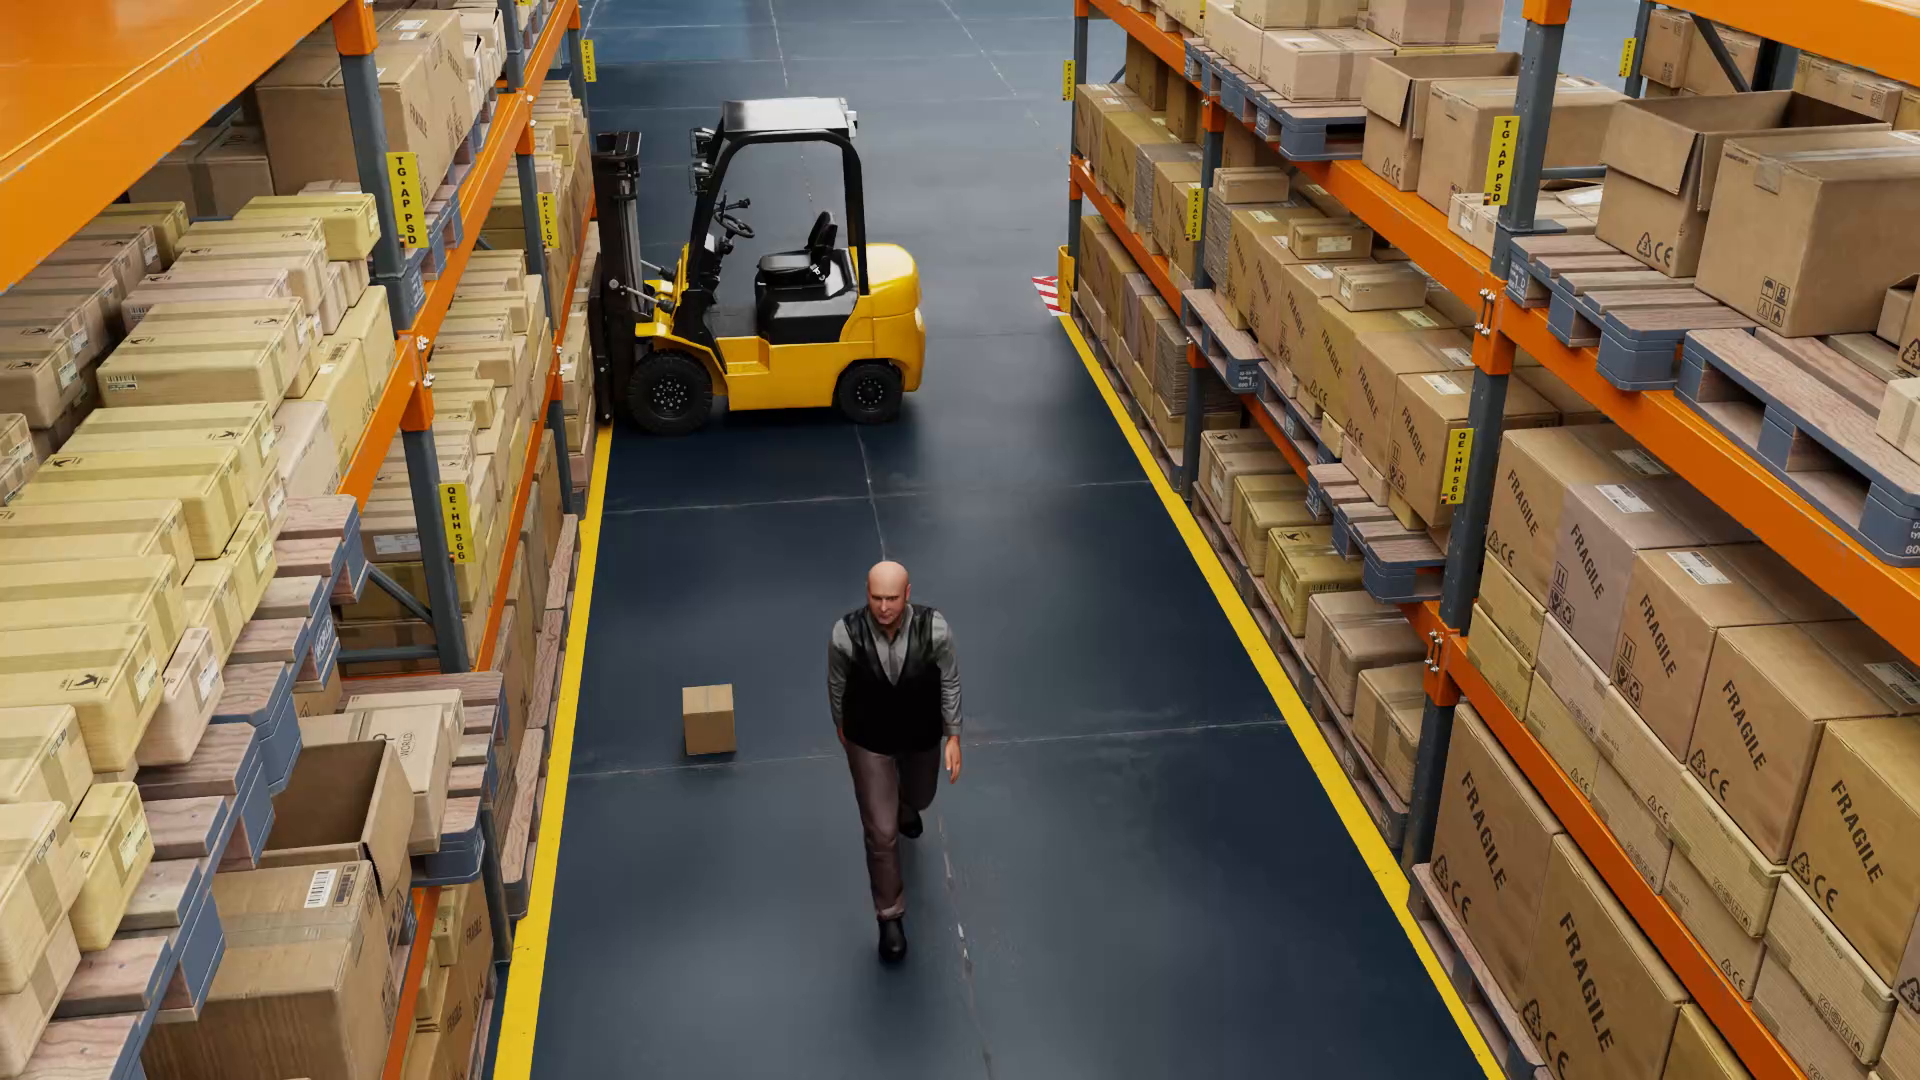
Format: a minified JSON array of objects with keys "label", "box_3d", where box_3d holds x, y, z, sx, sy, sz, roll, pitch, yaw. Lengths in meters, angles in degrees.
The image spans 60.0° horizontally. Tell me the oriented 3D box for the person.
[{"label":"person","box_3d":[-0.278,0.849,7.083,0.543,1.581,1.037,-5,27,-10]}]
